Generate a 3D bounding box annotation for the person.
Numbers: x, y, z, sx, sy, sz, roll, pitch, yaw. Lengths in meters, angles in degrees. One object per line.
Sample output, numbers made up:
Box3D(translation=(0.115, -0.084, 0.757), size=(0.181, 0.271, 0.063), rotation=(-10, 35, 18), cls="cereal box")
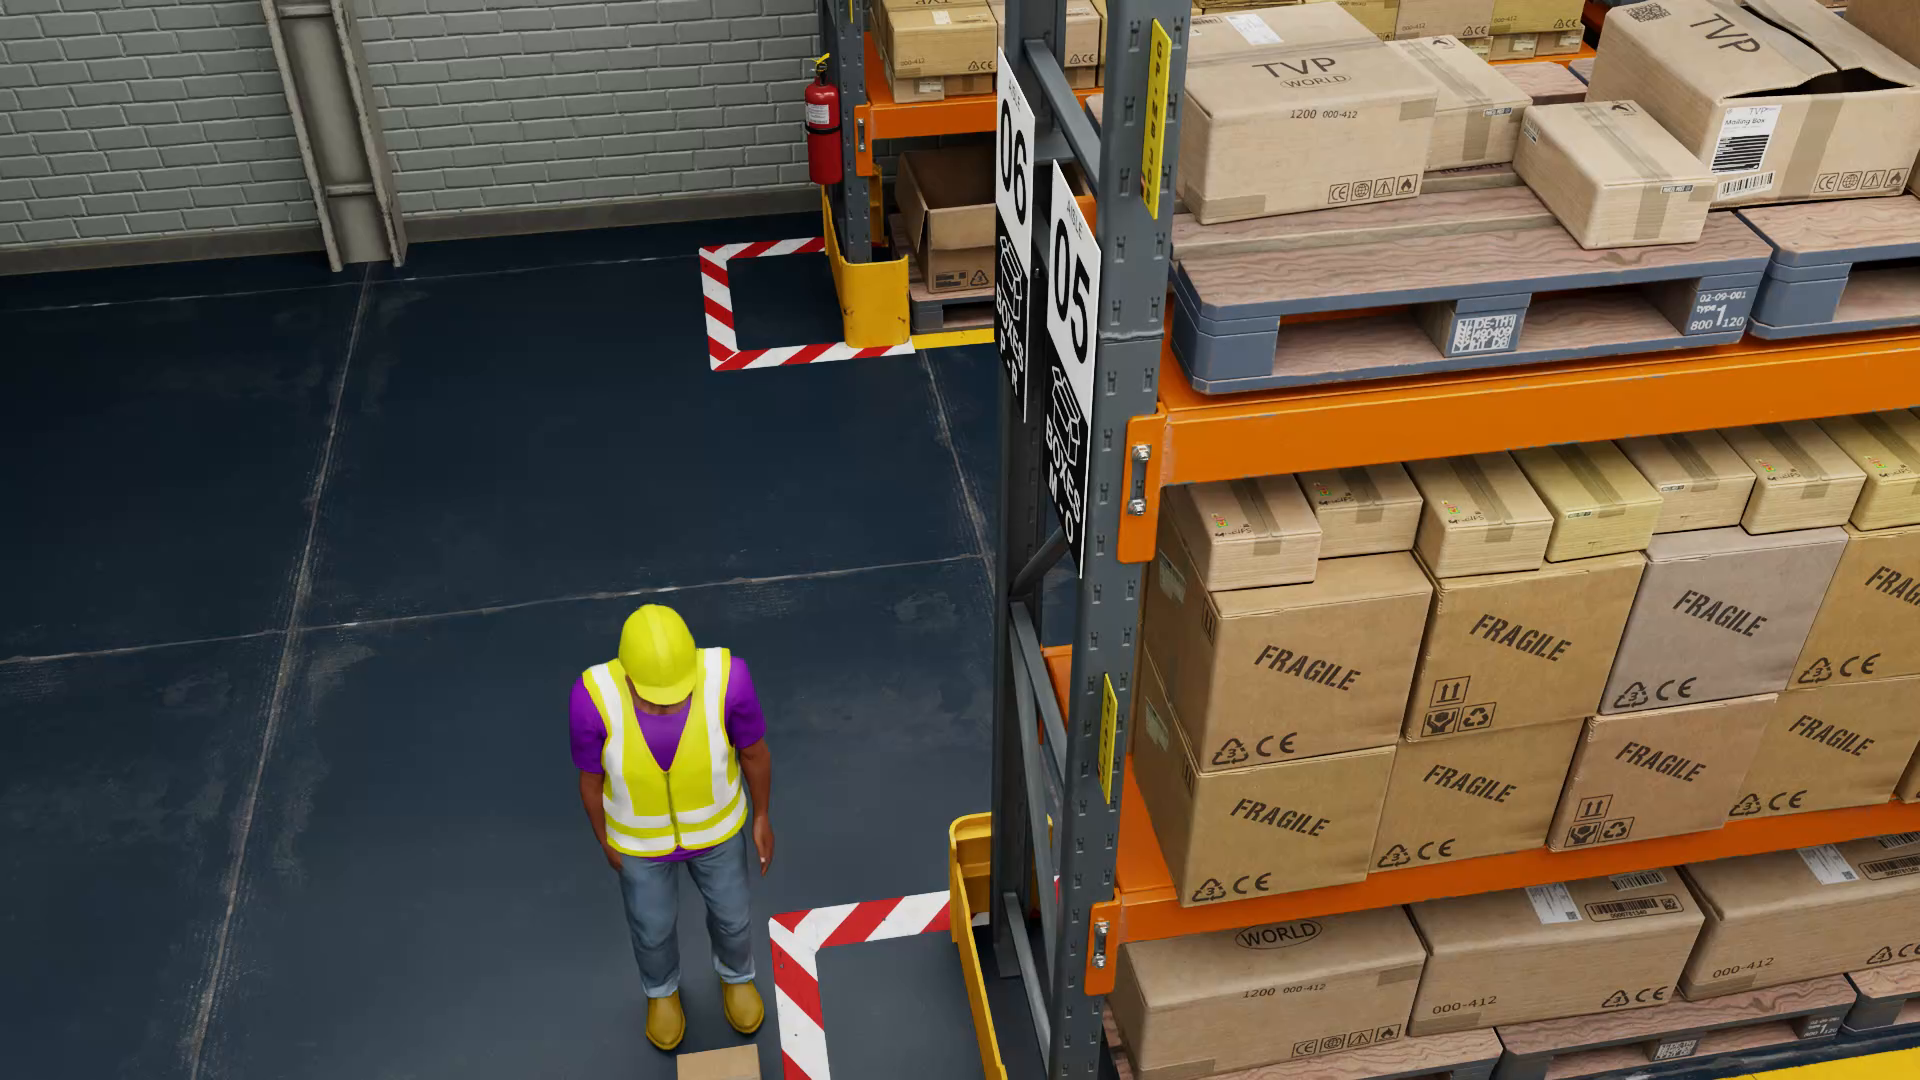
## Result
Box3D(translation=(-0.832, 0.894, 5.048), size=(0.591, 1.717, 0.453), rotation=(-8, 39, -11), cls="person")
